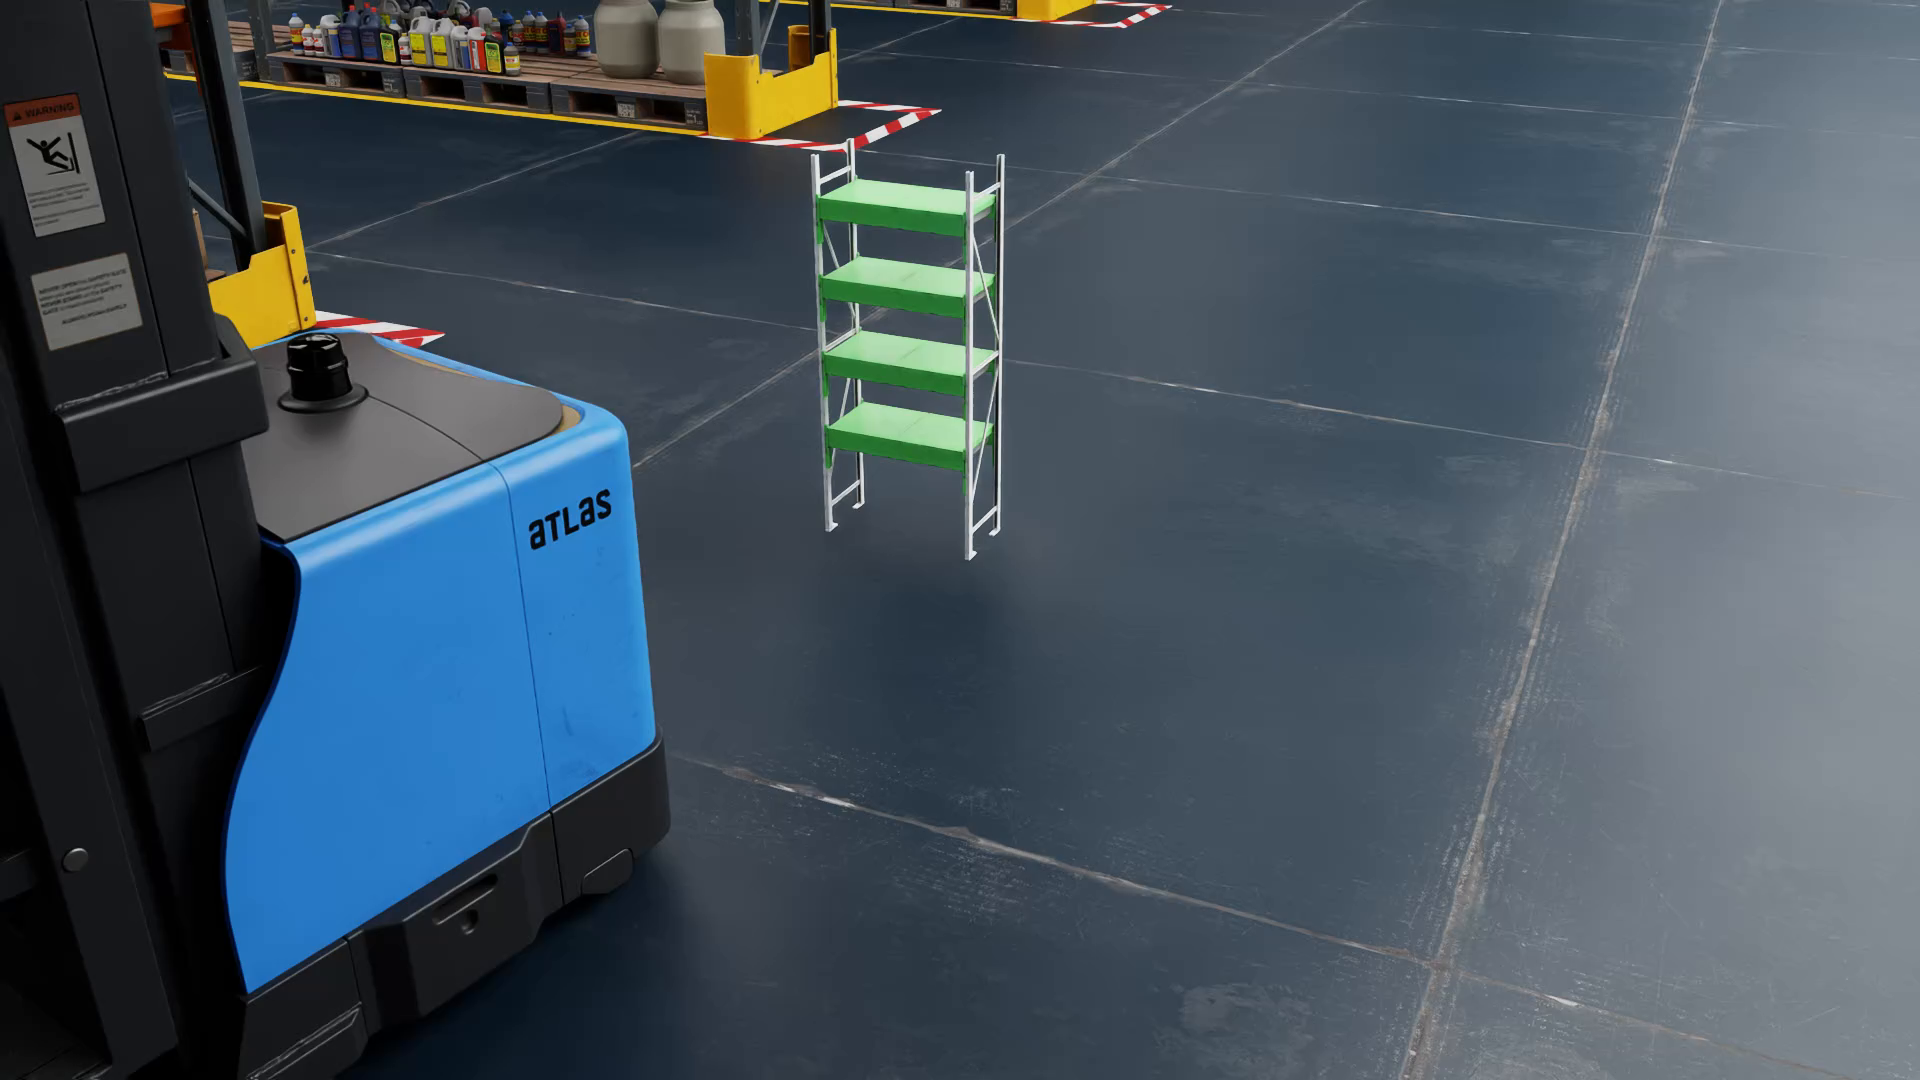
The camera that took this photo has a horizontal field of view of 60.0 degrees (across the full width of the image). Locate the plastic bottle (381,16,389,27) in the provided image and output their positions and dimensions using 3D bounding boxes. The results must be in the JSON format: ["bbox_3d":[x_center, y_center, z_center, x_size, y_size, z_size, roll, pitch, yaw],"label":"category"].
[{"bbox_3d":[-4.003,-3.490,11.534,0.097,0.271,0.097,0,26,0],"label":"plastic bottle"}]

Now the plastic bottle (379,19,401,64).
[{"bbox_3d":[-3.880,-3.392,11.321,0.133,0.283,0.061,13,29,24],"label":"plastic bottle"}]

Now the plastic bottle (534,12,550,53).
[{"bbox_3d":[-2.940,-3.571,11.697,0.097,0.271,0.097,0,26,0],"label":"plastic bottle"}]

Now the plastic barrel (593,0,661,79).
[{"bbox_3d":[-2.194,-3.331,10.962,0.421,0.512,0.421,0,26,0],"label":"plastic barrel"}]

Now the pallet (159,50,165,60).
[{"bbox_3d":[-6.593,-3.909,12.950,1.213,0.211,1.003,11,28,22],"label":"pallet"}]

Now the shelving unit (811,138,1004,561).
[{"bbox_3d":[-0.151,-0.569,5.046,0.503,1.200,0.258,11,28,22],"label":"shelving unit"}]

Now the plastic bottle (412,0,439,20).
[{"bbox_3d":[-3.868,-3.781,12.035,0.185,0.351,0.144,10,28,19],"label":"plastic bottle"}]

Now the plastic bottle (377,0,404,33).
[{"bbox_3d":[-4.102,-3.758,11.988,0.185,0.351,0.144,11,28,22],"label":"plastic bottle"}]

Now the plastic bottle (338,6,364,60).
[{"bbox_3d":[-4.185,-3.504,11.471,0.185,0.351,0.144,12,29,23],"label":"plastic bottle"}]

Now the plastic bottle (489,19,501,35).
[{"bbox_3d":[-3.308,-3.613,11.863,0.097,0.201,0.097,0,26,0],"label":"plastic bottle"}]

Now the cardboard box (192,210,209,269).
[{"bbox_3d":[-3.556,-1.229,6.988,0.500,0.250,0.500,11,28,22],"label":"cardboard box"}]

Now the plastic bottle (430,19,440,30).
[{"bbox_3d":[-3.588,-3.422,11.390,0.135,0.276,0.152,11,28,22],"label":"plastic bottle"}]

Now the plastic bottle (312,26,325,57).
[{"bbox_3d":[-4.454,-3.479,11.591,0.097,0.201,0.097,0,26,0],"label":"plastic bottle"}]

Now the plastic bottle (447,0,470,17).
[{"bbox_3d":[-3.574,-3.722,11.915,0.185,0.351,0.144,11,28,21],"label":"plastic bottle"}]

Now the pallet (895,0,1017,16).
[{"bbox_3d":[0.150,-4.995,15.156,1.213,0.211,1.003,11,28,22],"label":"pallet"}]

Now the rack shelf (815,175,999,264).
[{"bbox_3d":[-0.151,-0.942,4.863,0.480,0.148,0.258,11,28,22],"label":"rack shelf"}]

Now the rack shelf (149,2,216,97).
[{"bbox_3d":[-4.981,-2.130,6.994,4.000,0.370,1.077,11,28,22],"label":"rack shelf"}]

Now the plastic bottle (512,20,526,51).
[{"bbox_3d":[-3.121,-3.576,11.787,0.097,0.201,0.097,0,26,0],"label":"plastic bottle"}]

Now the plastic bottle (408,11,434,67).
[{"bbox_3d":[-3.626,-3.391,11.243,0.185,0.351,0.144,11,28,21],"label":"plastic bottle"}]

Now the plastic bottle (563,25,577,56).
[{"bbox_3d":[-2.722,-3.495,11.624,0.097,0.201,0.097,0,26,0],"label":"plastic bottle"}]

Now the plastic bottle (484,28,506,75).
[{"bbox_3d":[-3.074,-3.230,10.992,0.133,0.283,0.061,12,29,23],"label":"plastic bottle"}]

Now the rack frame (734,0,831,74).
[{"bbox_3d":[-1.107,-4.078,10.137,0.127,3.000,1.000,11,28,22],"label":"rack frame"}]

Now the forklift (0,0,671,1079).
[{"bbox_3d":[-1.932,-0.208,2.355,1.130,2.935,3.031,18,31,32],"label":"forklift"}]

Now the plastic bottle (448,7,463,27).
[{"bbox_3d":[-3.593,-3.646,11.837,0.133,0.283,0.061,11,28,22],"label":"plastic bottle"}]

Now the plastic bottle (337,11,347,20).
[{"bbox_3d":[-4.290,-3.548,11.638,0.133,0.283,0.061,11,28,22],"label":"plastic bottle"}]

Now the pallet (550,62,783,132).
[{"bbox_3d":[-1.933,-2.972,11.048,1.213,0.211,1.003,11,28,22],"label":"pallet"}]

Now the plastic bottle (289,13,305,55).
[{"bbox_3d":[-4.639,-3.548,11.651,0.097,0.271,0.097,0,26,0],"label":"plastic bottle"}]

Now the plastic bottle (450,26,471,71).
[{"bbox_3d":[-3.304,-3.295,11.133,0.135,0.276,0.152,11,28,20],"label":"plastic bottle"}]

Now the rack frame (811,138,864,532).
[{"bbox_3d":[-0.373,-0.613,5.137,0.015,1.200,0.240,11,28,22],"label":"rack frame"}]

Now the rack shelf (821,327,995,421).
[{"bbox_3d":[-0.151,-0.511,5.075,0.480,0.148,0.258,11,28,22],"label":"rack shelf"}]

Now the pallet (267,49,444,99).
[{"bbox_3d":[-4.154,-3.419,11.955,1.213,0.211,1.003,11,28,22],"label":"pallet"}]

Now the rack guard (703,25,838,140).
[{"bbox_3d":[-1.195,-2.951,10.679,0.348,0.500,1.175,11,28,22],"label":"rack guard"}]
